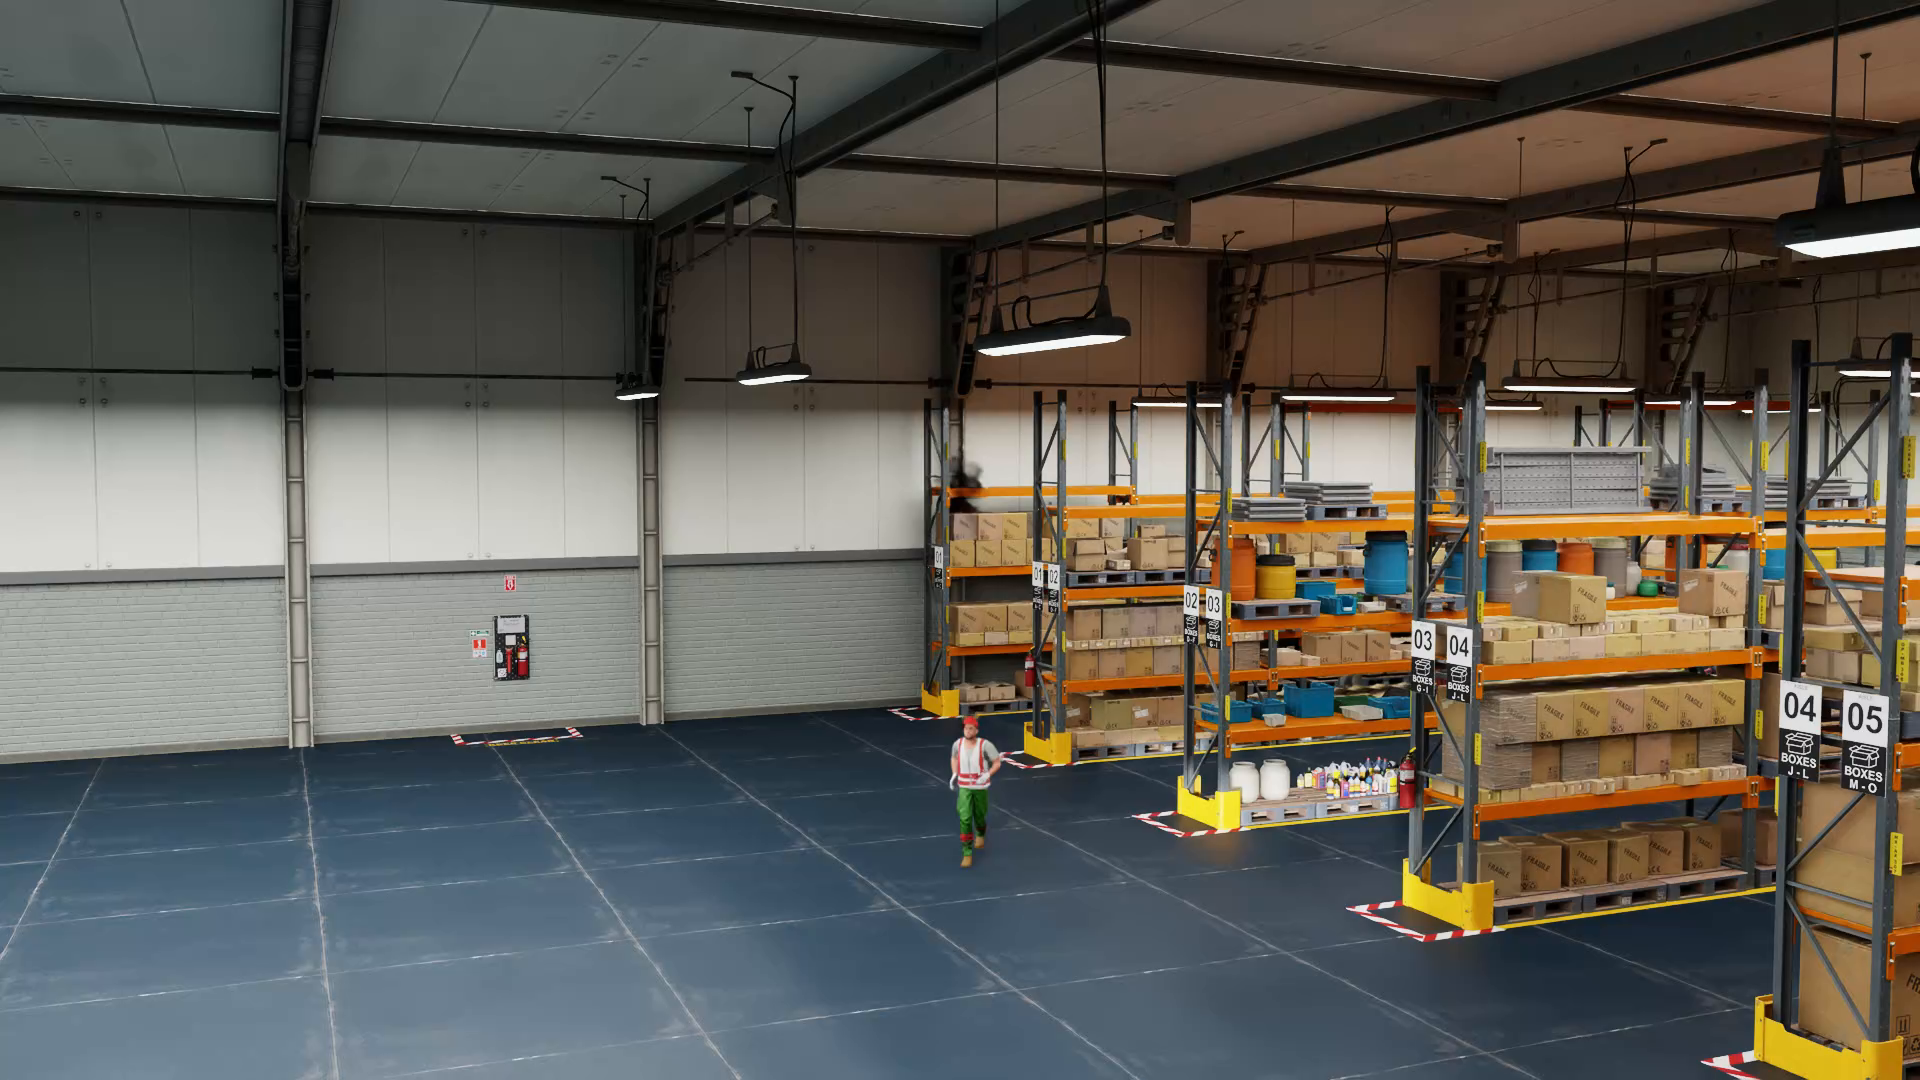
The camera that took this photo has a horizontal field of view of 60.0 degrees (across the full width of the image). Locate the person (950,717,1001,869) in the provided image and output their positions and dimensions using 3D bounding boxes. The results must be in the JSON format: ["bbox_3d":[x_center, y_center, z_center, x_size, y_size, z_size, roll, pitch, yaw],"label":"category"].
[{"bbox_3d":[0.191,3.059,20.484,0.652,1.804,0.867,1,3,12],"label":"person"}]

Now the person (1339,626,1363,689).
[{"bbox_3d":[7.466,2.466,31.676,0.562,1.657,0.599,-2,4,-35],"label":"person"}]
